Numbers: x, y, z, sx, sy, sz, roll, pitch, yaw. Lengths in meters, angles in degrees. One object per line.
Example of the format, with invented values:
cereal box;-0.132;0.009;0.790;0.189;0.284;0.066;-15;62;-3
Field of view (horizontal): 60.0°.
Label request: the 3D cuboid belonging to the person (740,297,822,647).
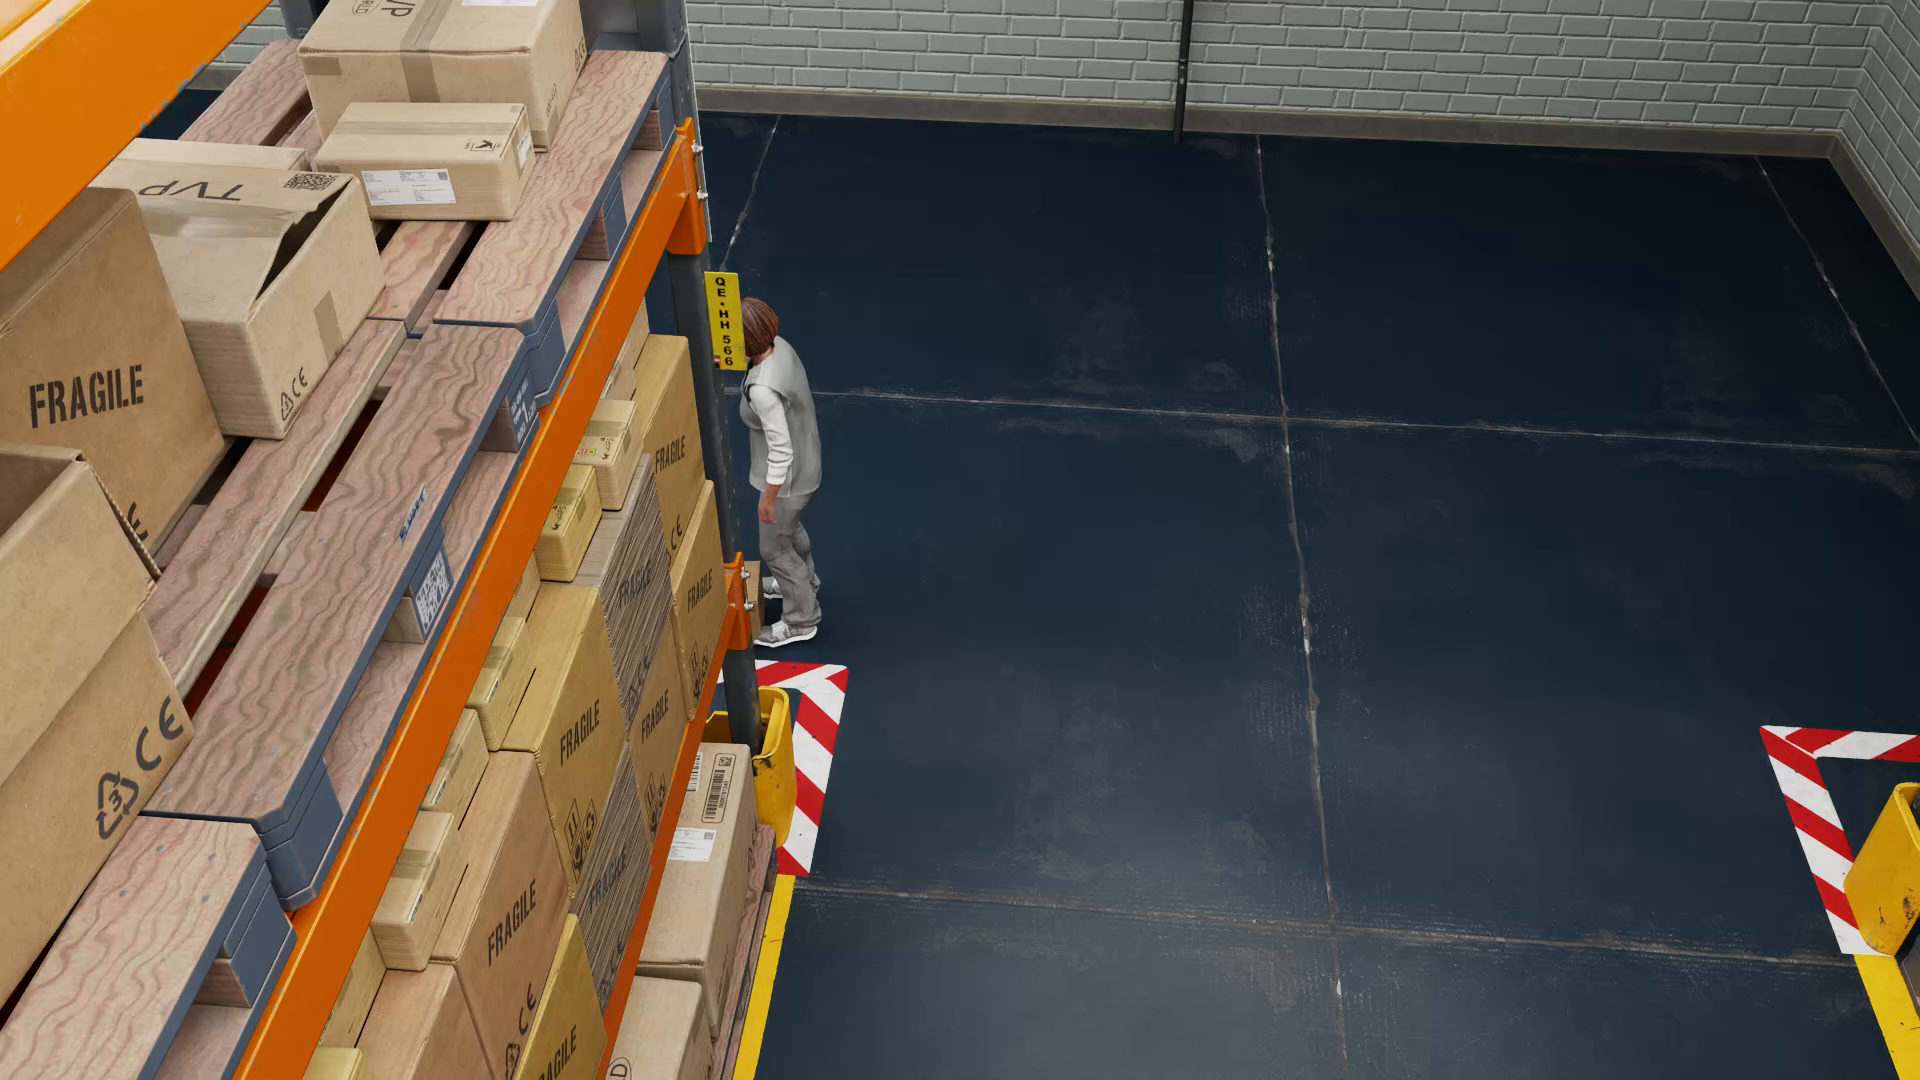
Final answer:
person;-0.710;-0.263;6.473;0.349;1.592;0.468;-1;41;-1
